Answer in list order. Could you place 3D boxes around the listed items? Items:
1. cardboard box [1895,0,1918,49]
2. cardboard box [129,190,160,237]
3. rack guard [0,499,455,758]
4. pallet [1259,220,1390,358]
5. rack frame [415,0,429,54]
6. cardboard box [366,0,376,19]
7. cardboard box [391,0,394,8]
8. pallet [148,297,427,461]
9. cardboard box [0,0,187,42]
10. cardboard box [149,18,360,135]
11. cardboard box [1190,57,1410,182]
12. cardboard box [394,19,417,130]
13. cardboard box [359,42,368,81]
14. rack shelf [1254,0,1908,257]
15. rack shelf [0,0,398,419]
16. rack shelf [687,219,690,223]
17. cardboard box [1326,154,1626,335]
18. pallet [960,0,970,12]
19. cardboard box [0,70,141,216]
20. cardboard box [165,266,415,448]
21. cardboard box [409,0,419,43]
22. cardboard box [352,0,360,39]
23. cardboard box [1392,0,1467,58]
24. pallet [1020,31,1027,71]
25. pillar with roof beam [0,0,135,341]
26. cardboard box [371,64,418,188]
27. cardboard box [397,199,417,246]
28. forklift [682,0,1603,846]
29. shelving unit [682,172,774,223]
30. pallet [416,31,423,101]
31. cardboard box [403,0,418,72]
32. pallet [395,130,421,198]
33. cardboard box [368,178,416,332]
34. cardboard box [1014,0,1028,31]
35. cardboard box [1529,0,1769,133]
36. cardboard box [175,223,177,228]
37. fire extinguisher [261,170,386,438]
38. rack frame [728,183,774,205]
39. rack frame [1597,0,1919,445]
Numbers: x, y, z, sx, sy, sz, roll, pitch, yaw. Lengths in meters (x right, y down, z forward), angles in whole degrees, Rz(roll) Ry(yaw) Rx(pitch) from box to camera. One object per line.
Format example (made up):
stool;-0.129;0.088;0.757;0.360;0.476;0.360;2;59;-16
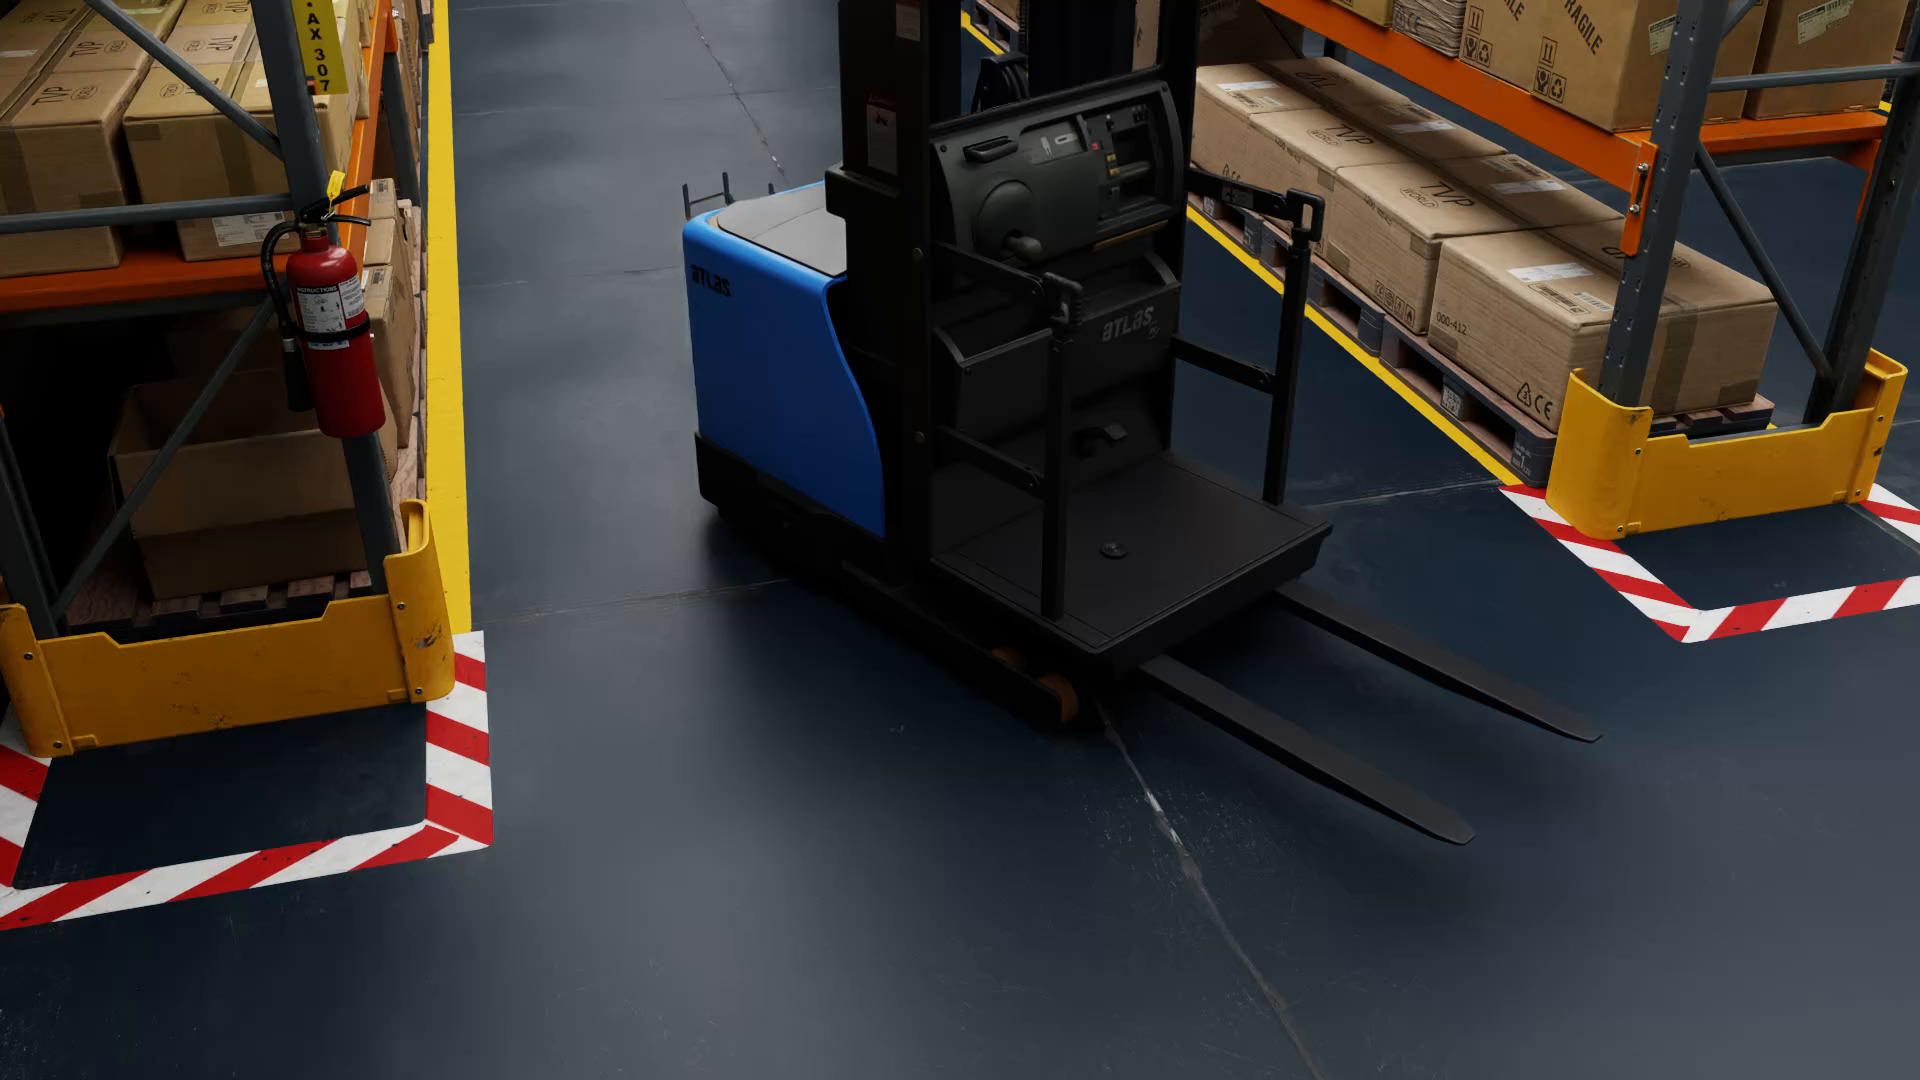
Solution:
cardboard box;5.938;-3.524;10.920;0.500;0.500;0.500;-8;31;-14
cardboard box;-2.446;-0.946;4.640;0.380;0.149;0.250;-7;31;-12
rack guard;-2.111;0.246;4.826;1.175;0.500;0.348;-8;31;-13
pallet;2.086;-1.218;7.644;1.003;0.211;1.213;-8;31;-13
rack frame;-4.214;-4.663;10.812;1.000;3.000;0.127;-8;31;-13
cardboard box;-2.642;-2.257;6.906;0.380;0.149;0.250;-7;31;-12
cardboard box;-3.514;-3.195;9.704;0.380;0.149;0.250;-9;31;-16
pallet;-2.644;-0.602;6.580;1.003;0.211;1.213;-8;31;-13
cardboard box;-2.732;-1.539;5.268;0.500;0.250;0.500;-7;31;-12
cardboard box;-2.086;-1.362;4.961;0.500;0.250;0.500;-8;31;-13
cardboard box;1.695;-2.148;8.606;0.875;0.438;0.875;-8;31;-14
cardboard box;-3.343;-2.592;9.310;0.500;0.500;0.500;-9;31;-15
cardboard box;-2.297;-1.639;5.838;0.380;0.149;0.250;-7;31;-12
rack shelf;2.163;-2.116;7.129;1.077;0.370;4.000;-8;31;-13
rack shelf;-2.622;-1.454;5.986;1.077;0.370;4.000;-8;31;-13
rack shelf;-0.799;-1.017;5.903;0.240;0.259;0.215;22;36;37
cardboard box;2.171;-1.280;7.106;0.875;0.438;0.875;-7;31;-12
pallet;0.364;-4.496;13.307;1.003;0.211;1.213;-8;31;-13
cardboard box;-2.469;-1.050;4.423;0.500;0.250;0.500;-7;31;-12
cardboard box;-2.351;-0.625;5.912;0.700;0.500;0.500;-7;31;-11
cardboard box;-3.895;-3.587;11.030;0.500;0.500;0.500;-7;31;-12
cardboard box;-2.380;-1.850;5.805;0.500;0.250;0.500;-9;31;-15
cardboard box;2.046;-2.194;6.446;0.500;0.500;0.500;-7;31;-12
pallet;1.027;-3.139;10.963;1.003;0.211;1.213;-8;31;-13
pillar with roof beam;0.314;-5.444;6.173;9.100;9.000;0.400;-8;31;-13
cardboard box;-3.064;-2.095;8.451;0.500;0.500;0.500;-7;31;-11
cardboard box;-2.722;-1.449;7.686;0.380;0.149;0.250;-9;31;-15
forklift;0.442;-1.008;4.565;1.130;2.935;3.031;-25;38;-36
shelving unit;-0.789;-0.776;6.032;0.252;1.050;0.215;22;36;37
pallet;-4.053;-3.091;10.879;1.003;0.211;1.213;-8;31;-13
cardboard box;-3.631;-3.092;10.174;0.500;0.500;0.500;-7;31;-11
pallet;-3.405;-1.912;8.843;1.003;0.211;1.213;-8;31;-13
cardboard box;-2.627;-1.127;6.778;0.700;0.500;0.500;-9;31;-15
cardboard box;0.906;-3.811;11.042;0.875;0.875;0.875;-7;31;-13
cardboard box;2.310;-1.702;5.597;0.500;0.500;0.500;-8;31;-13
cardboard box;-2.026;-1.003;4.739;0.380;0.149;0.250;-7;31;-12
fire extinguisher;-1.606;-0.595;4.233;0.296;0.674;0.183;-8;31;-13
rack frame;-0.699;-0.741;5.957;0.008;1.050;0.200;22;36;37
rack frame;2.694;-1.461;5.280;1.000;3.000;0.127;-8;31;-13
